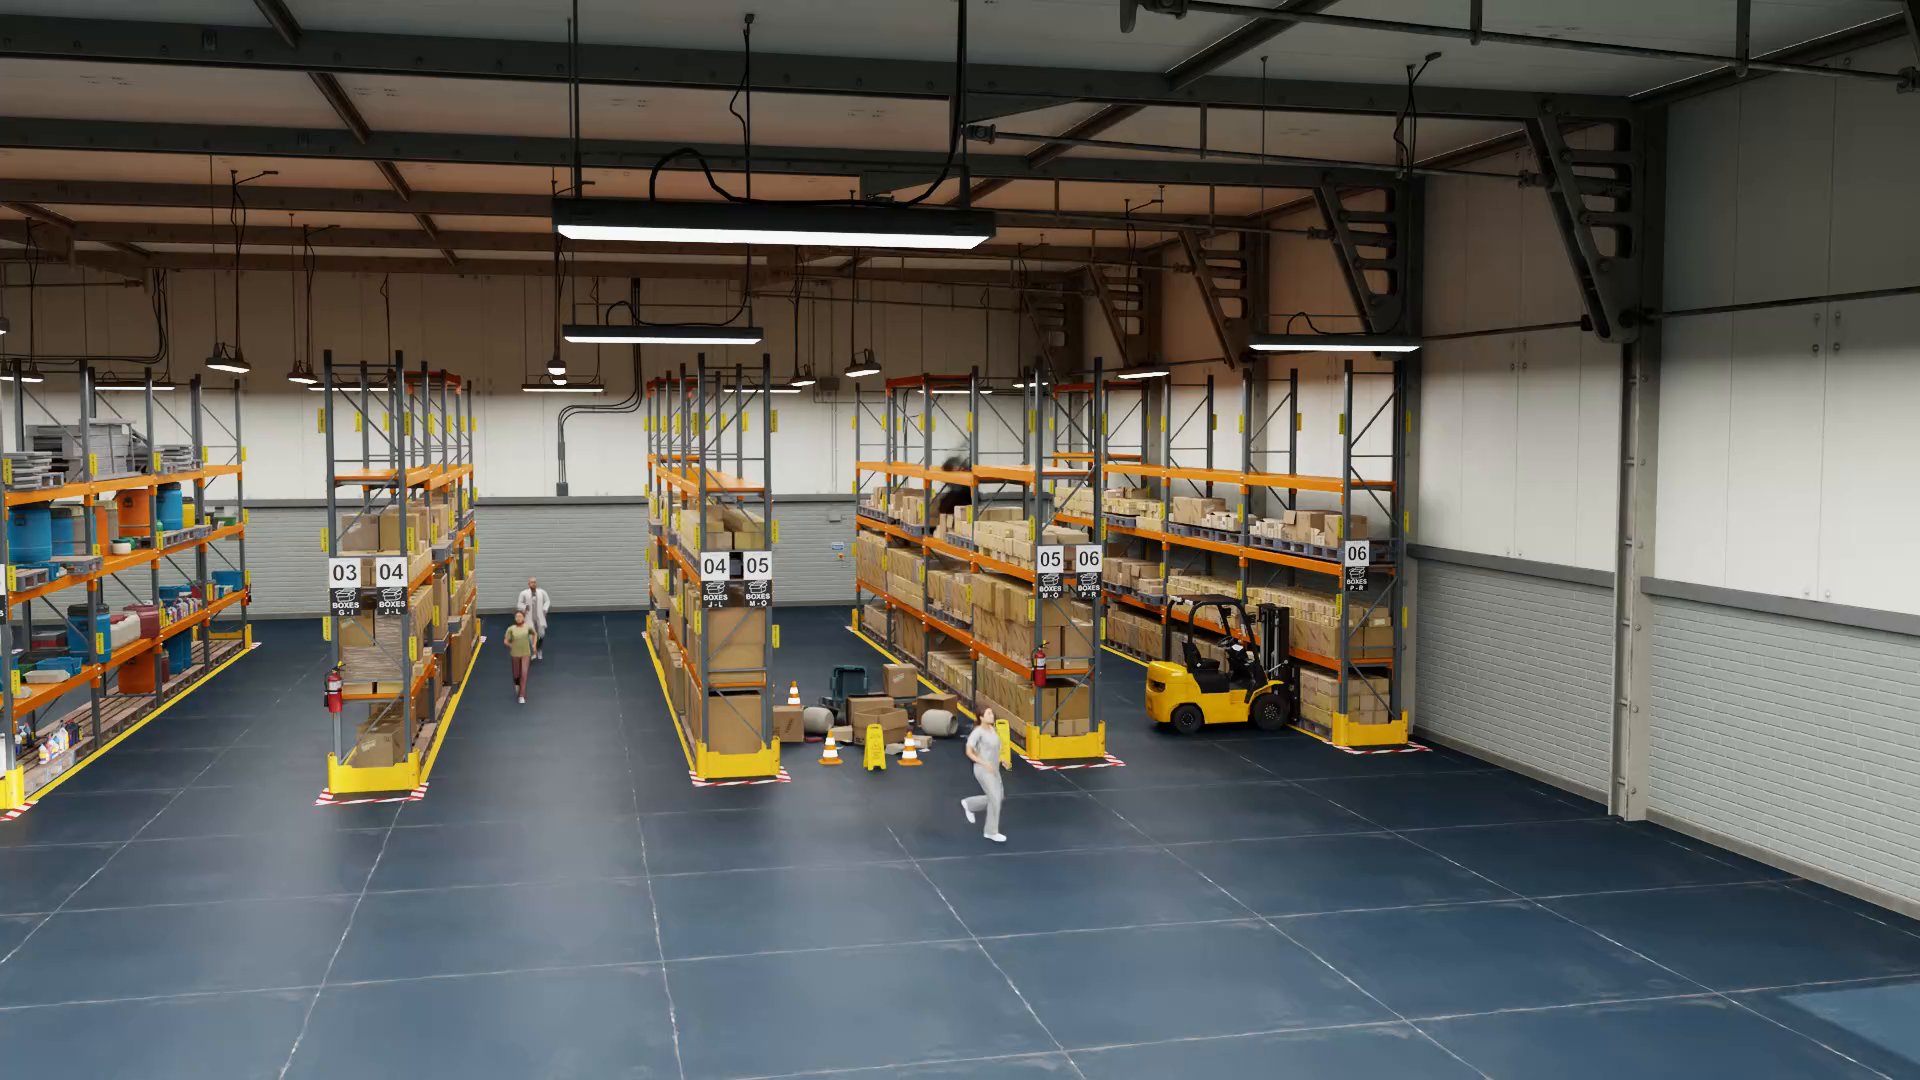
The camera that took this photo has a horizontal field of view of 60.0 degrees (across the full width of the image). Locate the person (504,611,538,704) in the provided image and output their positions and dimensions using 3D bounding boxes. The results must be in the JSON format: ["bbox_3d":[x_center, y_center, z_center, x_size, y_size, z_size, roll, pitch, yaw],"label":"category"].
[{"bbox_3d":[-7.922,2.088,30.015,0.592,1.632,0.970,-1,4,-14],"label":"person"}]

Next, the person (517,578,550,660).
[{"bbox_3d":[-8.985,1.682,35.147,0.694,1.763,0.673,-1,4,-21],"label":"person"}]

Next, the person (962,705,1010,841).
[{"bbox_3d":[0.270,2.800,20.105,0.648,1.635,0.565,2,5,32],"label":"person"}]

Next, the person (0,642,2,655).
[{"bbox_3d":[-16.424,2.193,27.993,0.579,1.699,0.923,-2,4,-23],"label":"person"}]
